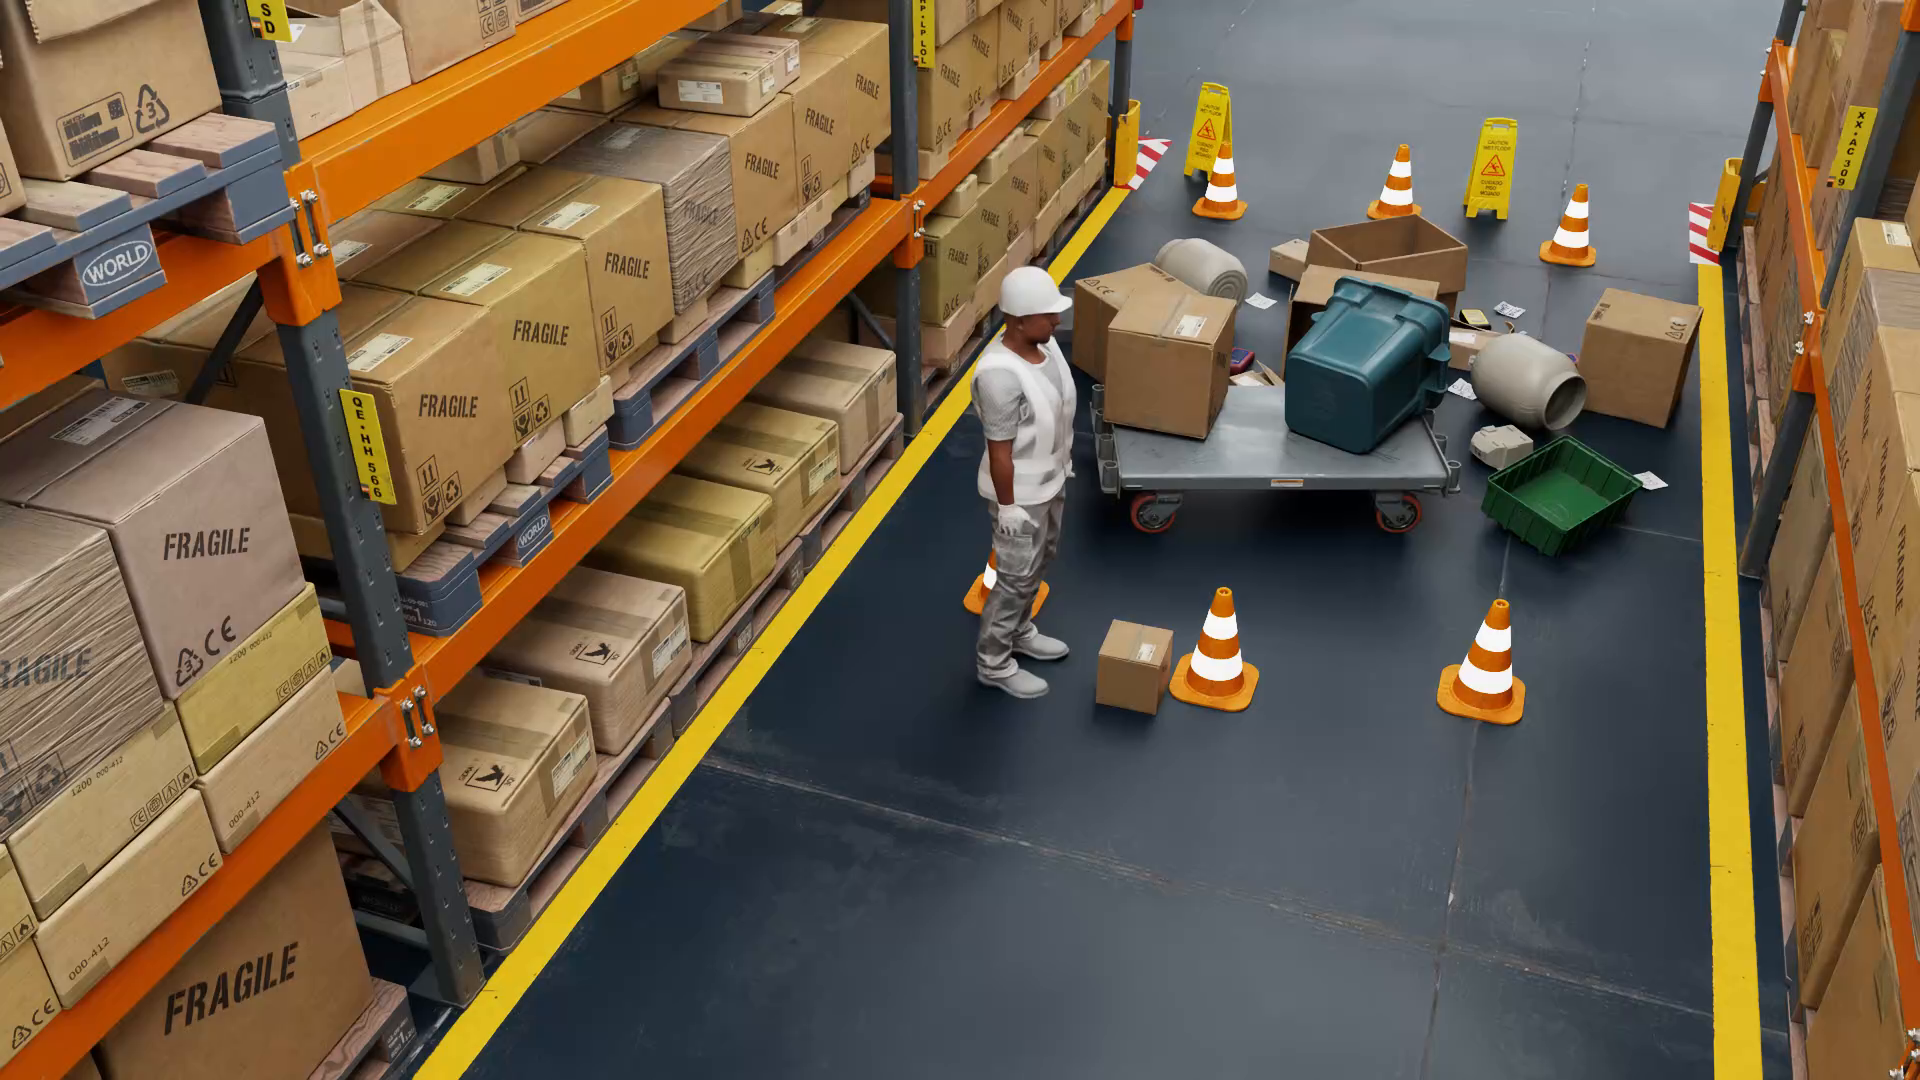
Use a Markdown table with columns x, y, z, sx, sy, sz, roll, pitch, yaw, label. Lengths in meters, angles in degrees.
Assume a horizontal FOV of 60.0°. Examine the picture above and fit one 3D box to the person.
| x | y | z | sx | sy | sz | roll | pitch | yaw | label |
| --- | --- | --- | --- | --- | --- | --- | --- | --- | --- |
| 0.253 | -0.226 | 6.478 | 0.352 | 1.786 | 0.547 | 11 | 35 | 17 | person |
